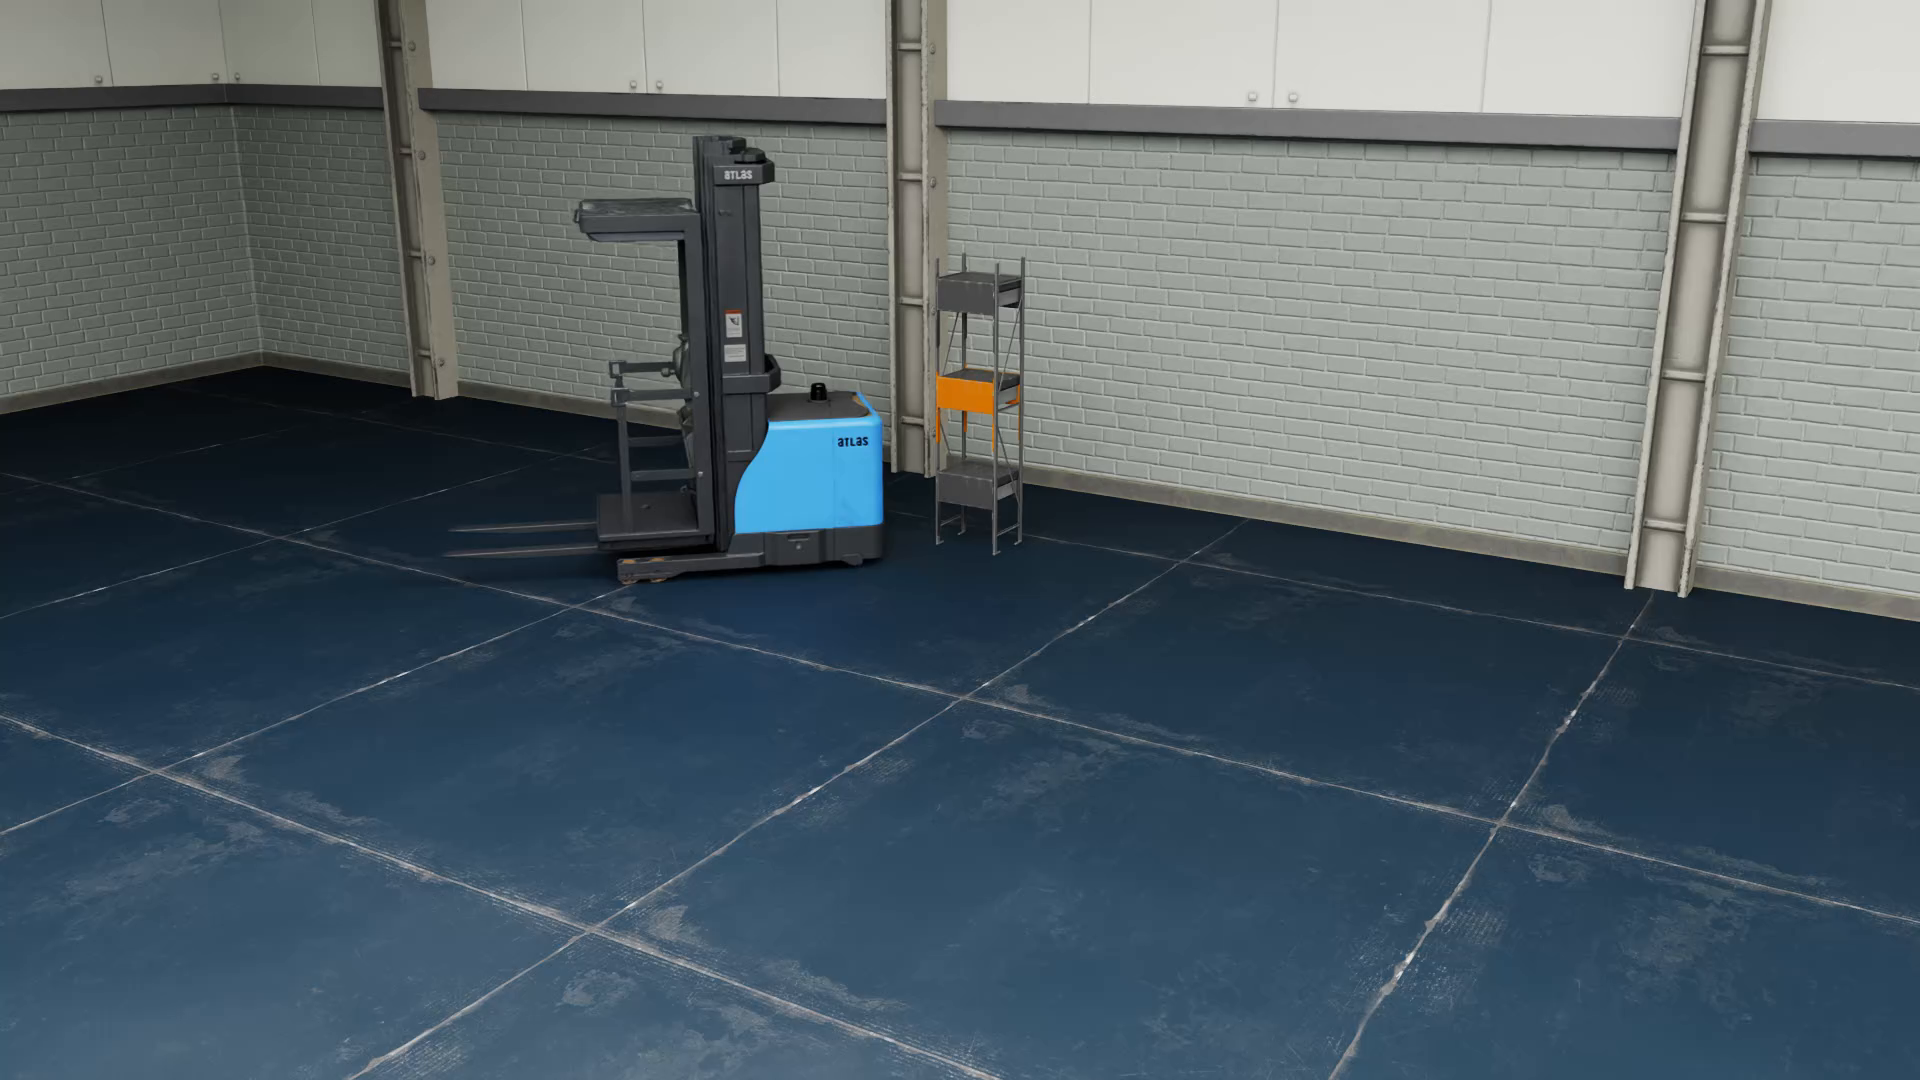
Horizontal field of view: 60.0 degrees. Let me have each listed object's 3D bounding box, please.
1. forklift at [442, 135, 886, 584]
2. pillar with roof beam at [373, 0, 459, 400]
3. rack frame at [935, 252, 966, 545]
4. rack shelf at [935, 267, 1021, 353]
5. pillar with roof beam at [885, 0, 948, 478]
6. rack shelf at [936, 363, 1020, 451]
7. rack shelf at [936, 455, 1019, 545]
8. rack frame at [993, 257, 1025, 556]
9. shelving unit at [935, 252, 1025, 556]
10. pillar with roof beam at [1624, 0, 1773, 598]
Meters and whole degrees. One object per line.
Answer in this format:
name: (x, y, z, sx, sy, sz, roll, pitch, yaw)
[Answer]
forklift: (-2.096, -1.267, 11.511, 3.031, 2.935, 1.130, -4, 17, -12)
pillar with roof beam: (-7.715, -4.747, 12.527, 0.400, 9.000, 9.100, 10, 20, 30)
rack frame: (-0.067, -1.017, 12.115, 0.015, 2.100, 0.400, 10, 20, 30)
rack shelf: (0.141, -1.636, 11.794, 0.480, 0.518, 0.431, 10, 20, 30)
pillar with roof beam: (-2.602, -3.835, 9.522, 0.400, 9.000, 9.100, 10, 20, 30)
rack shelf: (0.141, -0.966, 11.997, 0.480, 0.518, 0.431, 10, 20, 30)
rack shelf: (0.141, -0.297, 12.201, 0.480, 0.518, 0.431, 10, 20, 30)
rack frame: (0.349, -0.942, 11.871, 0.015, 2.100, 0.400, 10, 20, 30)
shelving unit: (0.141, -0.979, 11.993, 0.503, 2.100, 0.431, 10, 20, 30)
pillar with roof beam: (2.510, -2.922, 6.518, 0.400, 9.000, 9.100, 10, 20, 30)
